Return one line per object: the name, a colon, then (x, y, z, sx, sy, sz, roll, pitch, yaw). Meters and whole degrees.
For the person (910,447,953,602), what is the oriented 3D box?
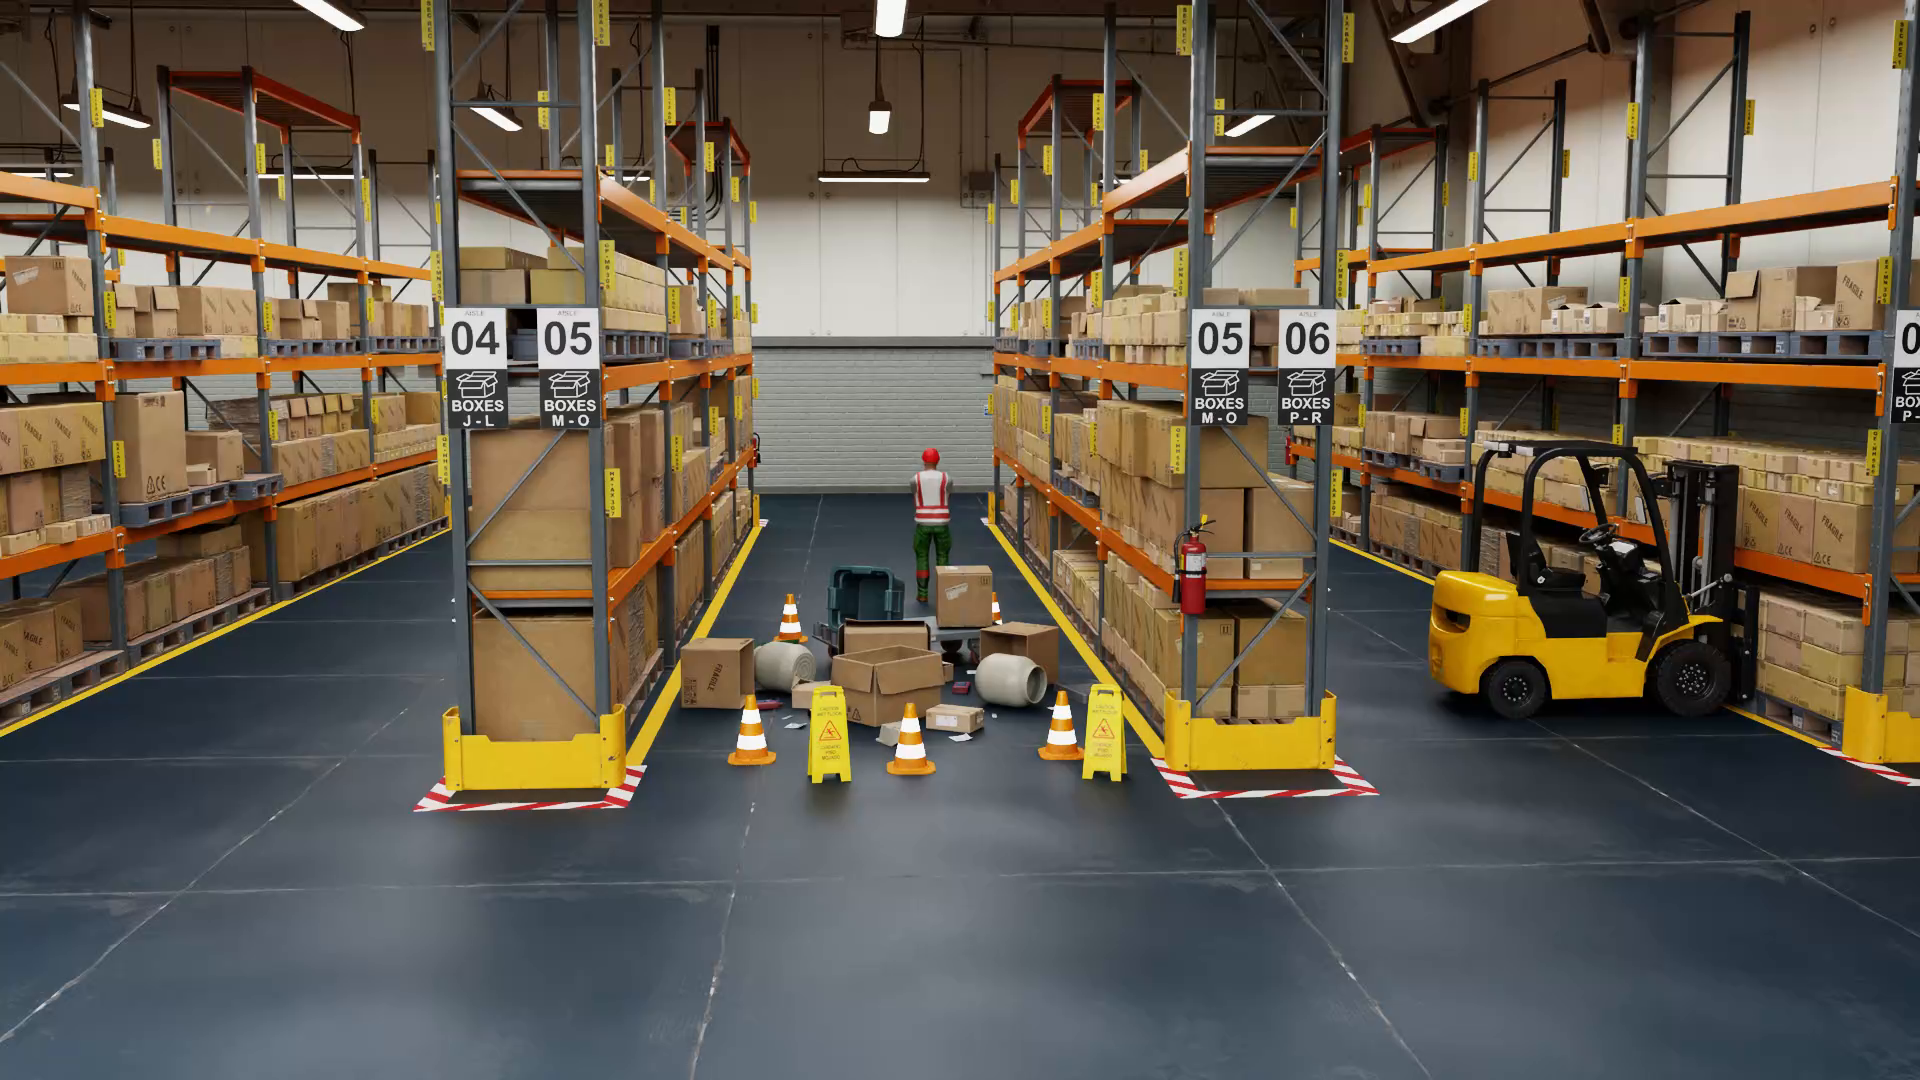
person: (-0.335, -0.197, 19.311, 0.494, 1.784, 0.564, 0, 7, -3)
